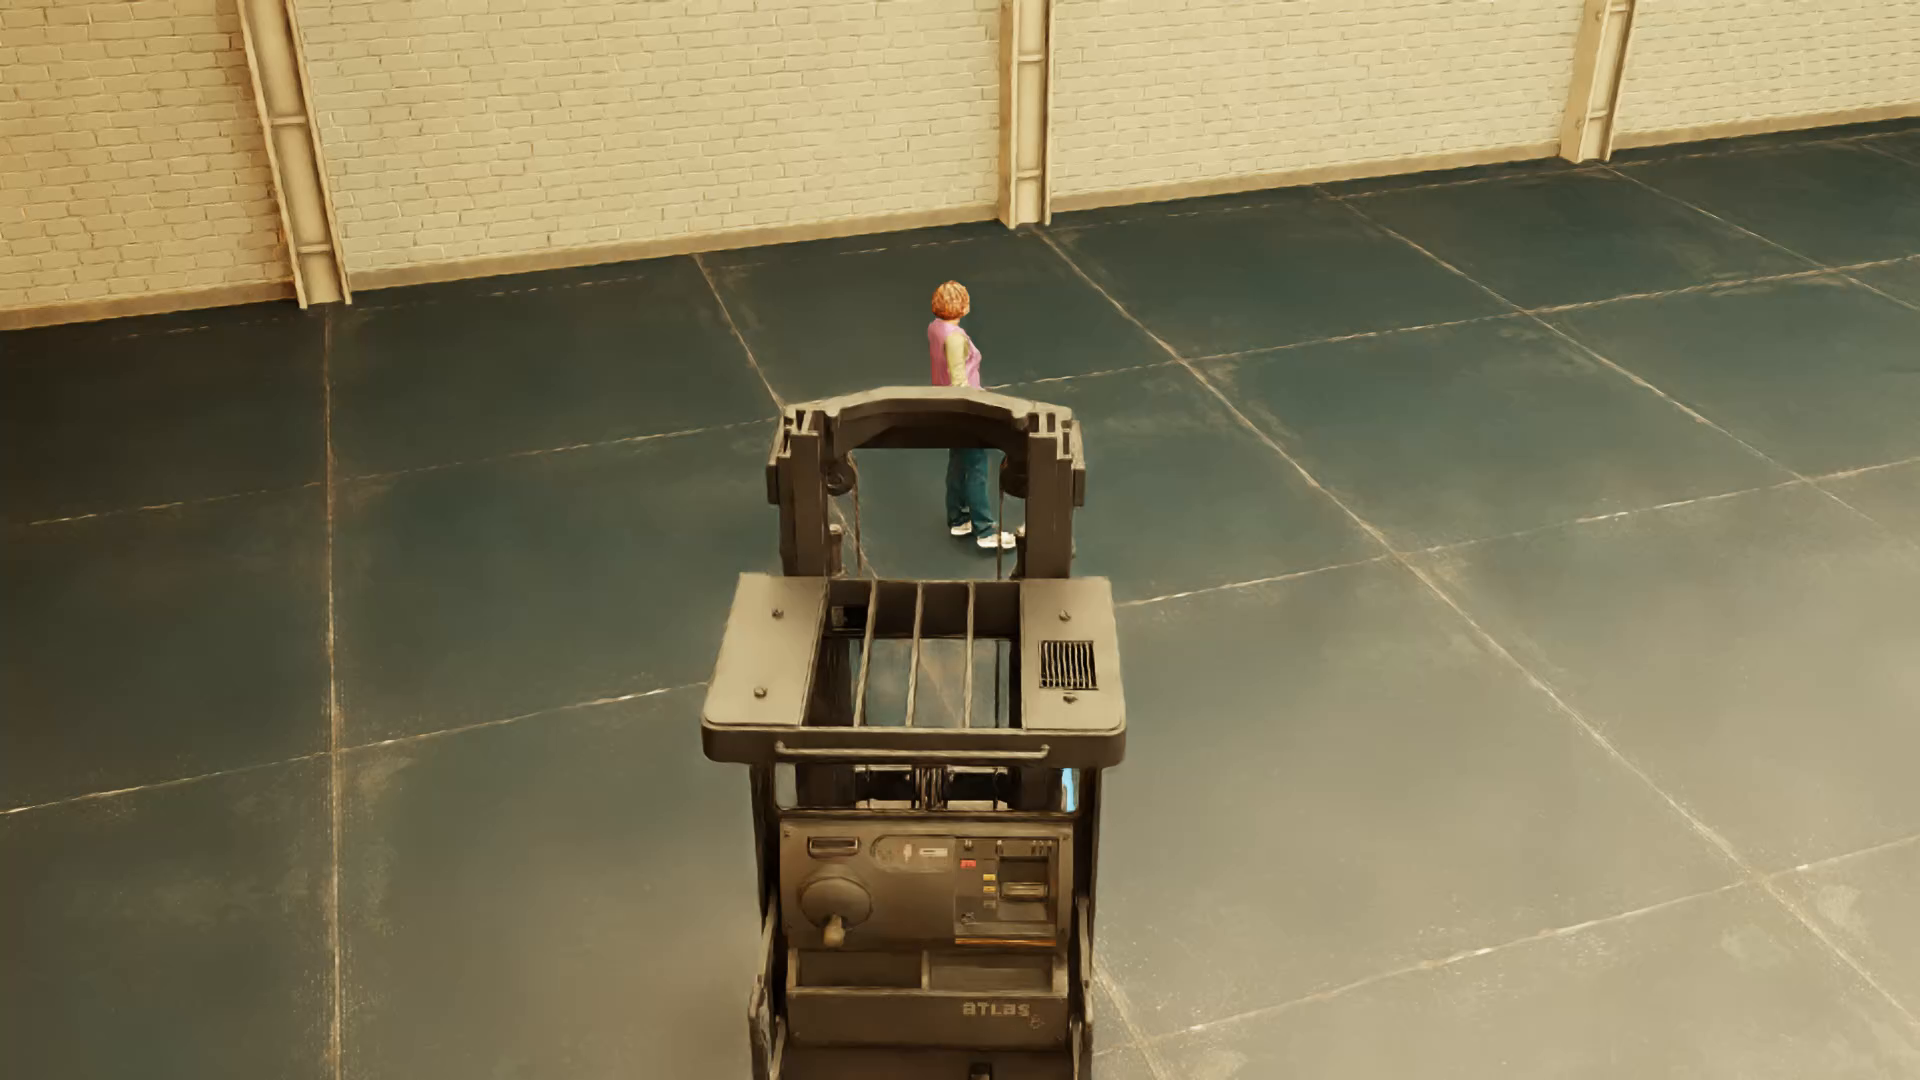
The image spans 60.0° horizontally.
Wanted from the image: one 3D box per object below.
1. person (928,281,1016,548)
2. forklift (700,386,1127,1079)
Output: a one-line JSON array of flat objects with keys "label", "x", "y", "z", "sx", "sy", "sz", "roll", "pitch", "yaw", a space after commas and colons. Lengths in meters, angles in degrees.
[{"label": "person", "x": 0.074, "y": -0.738, "z": 9.613, "sx": 0.476, "sy": 1.596, "sz": 0.520, "roll": -10, "pitch": 31, "yaw": -16}, {"label": "forklift", "x": -0.110, "y": 1.141, "z": 5.103, "sx": 1.130, "sy": 2.935, "sz": 3.031, "roll": 1, "pitch": 30, "yaw": 1}]
